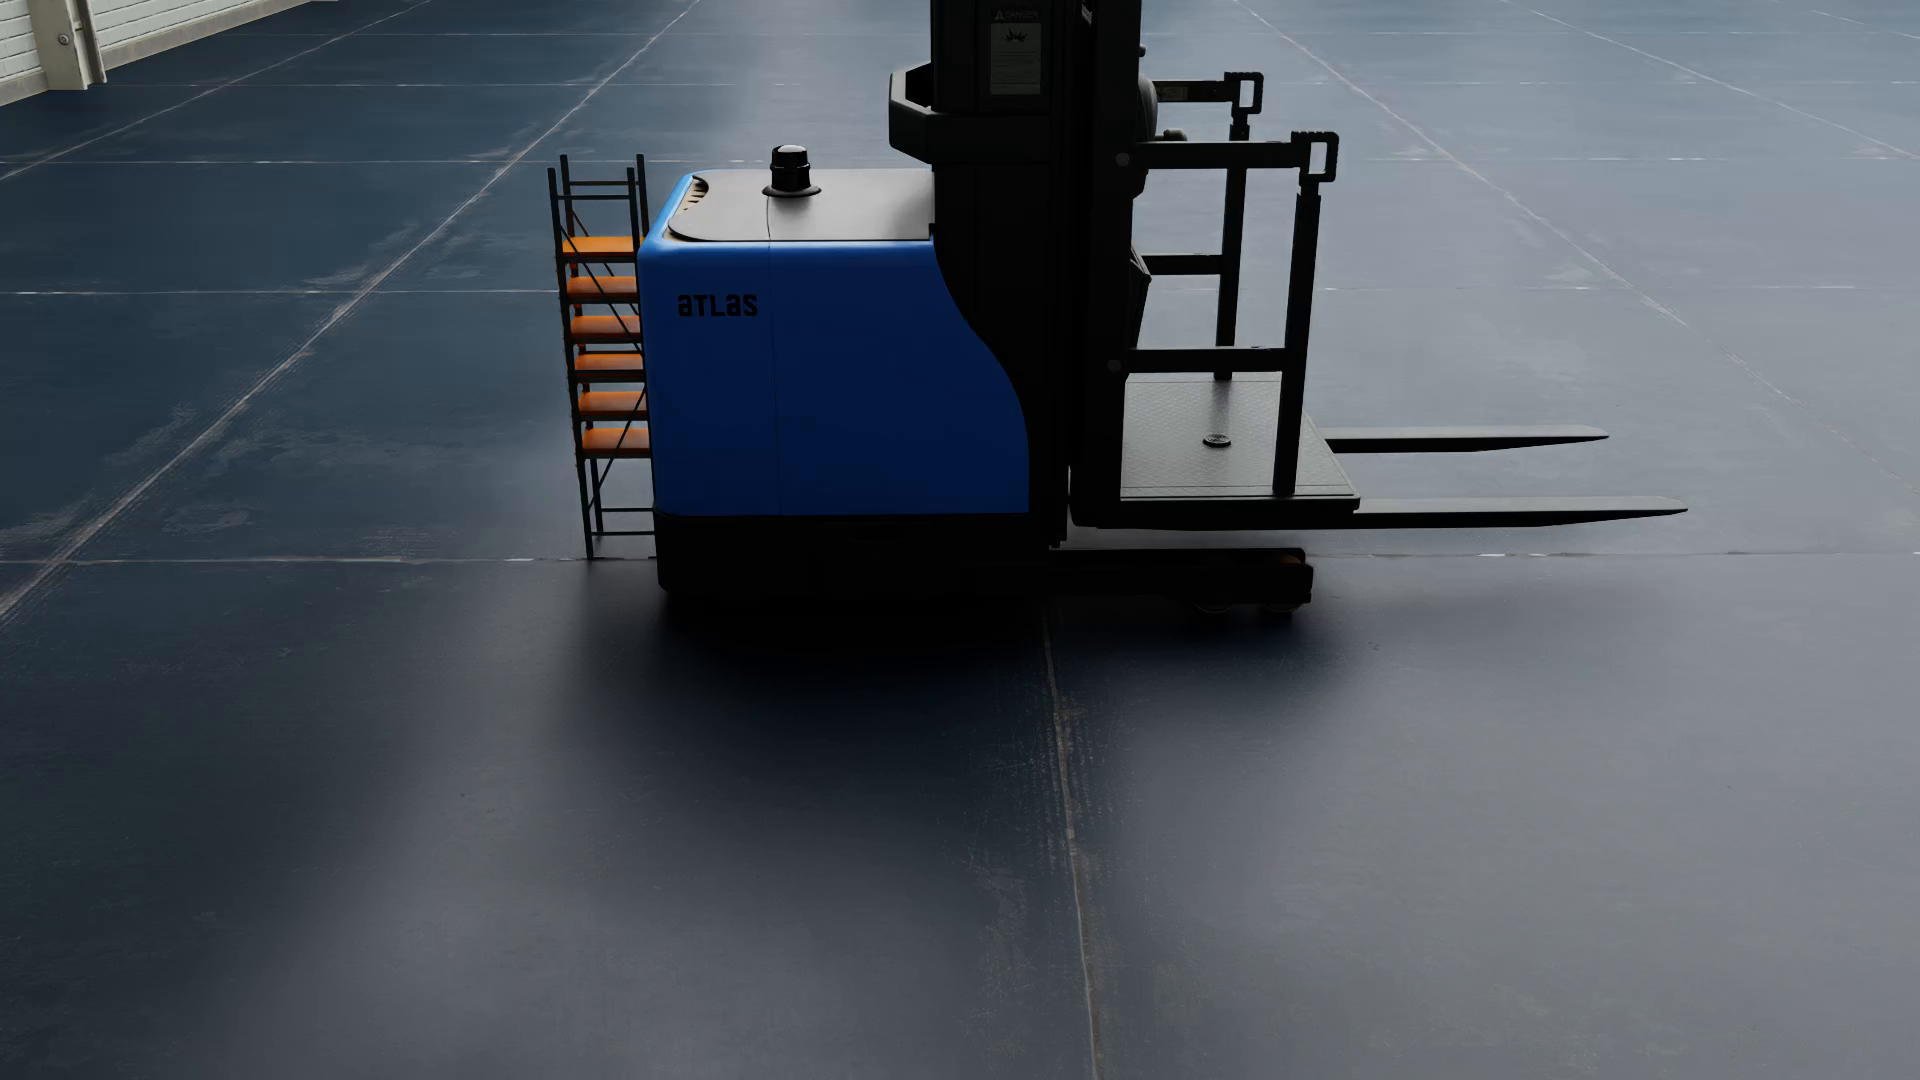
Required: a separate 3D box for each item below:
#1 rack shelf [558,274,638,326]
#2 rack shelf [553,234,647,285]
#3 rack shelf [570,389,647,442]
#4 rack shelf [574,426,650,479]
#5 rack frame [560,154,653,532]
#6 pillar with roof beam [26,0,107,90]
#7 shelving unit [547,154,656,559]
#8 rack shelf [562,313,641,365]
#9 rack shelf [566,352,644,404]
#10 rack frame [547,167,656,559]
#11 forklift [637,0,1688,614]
[{"bbox_3d":[-1.031,-0.707,4.882,0.258,0.103,0.180,-1,24,-2],"label":"rack shelf"},{"bbox_3d":[-1.031,-0.816,4.833,0.258,0.103,0.180,-1,24,-2],"label":"rack shelf"},{"bbox_3d":[-1.031,-0.379,5.030,0.258,0.103,0.180,-1,24,-2],"label":"rack shelf"},{"bbox_3d":[-1.031,-0.269,5.080,0.258,0.103,0.180,-1,24,-2],"label":"rack shelf"},{"bbox_3d":[-1.034,-0.566,5.046,0.240,1.200,0.006,-1,24,-2],"label":"rack frame"},{"bbox_3d":[-2.741,-7.743,11.451,9.100,9.000,0.400,0,24,-1],"label":"pillar with roof beam"},{"bbox_3d":[-1.031,-0.529,4.963,0.258,1.200,0.189,-1,24,-2],"label":"shelving unit"},{"bbox_3d":[-1.031,-0.597,4.932,0.258,0.103,0.180,-1,24,-2],"label":"rack shelf"},{"bbox_3d":[-1.031,-0.488,4.981,0.258,0.103,0.180,-1,24,-2],"label":"rack shelf"},{"bbox_3d":[-1.029,-0.491,4.879,0.240,1.200,0.006,-1,24,-2],"label":"rack frame"},{"bbox_3d":[0.630,-1.343,4.662,3.031,2.935,1.130,-1,24,-2],"label":"forklift"}]
